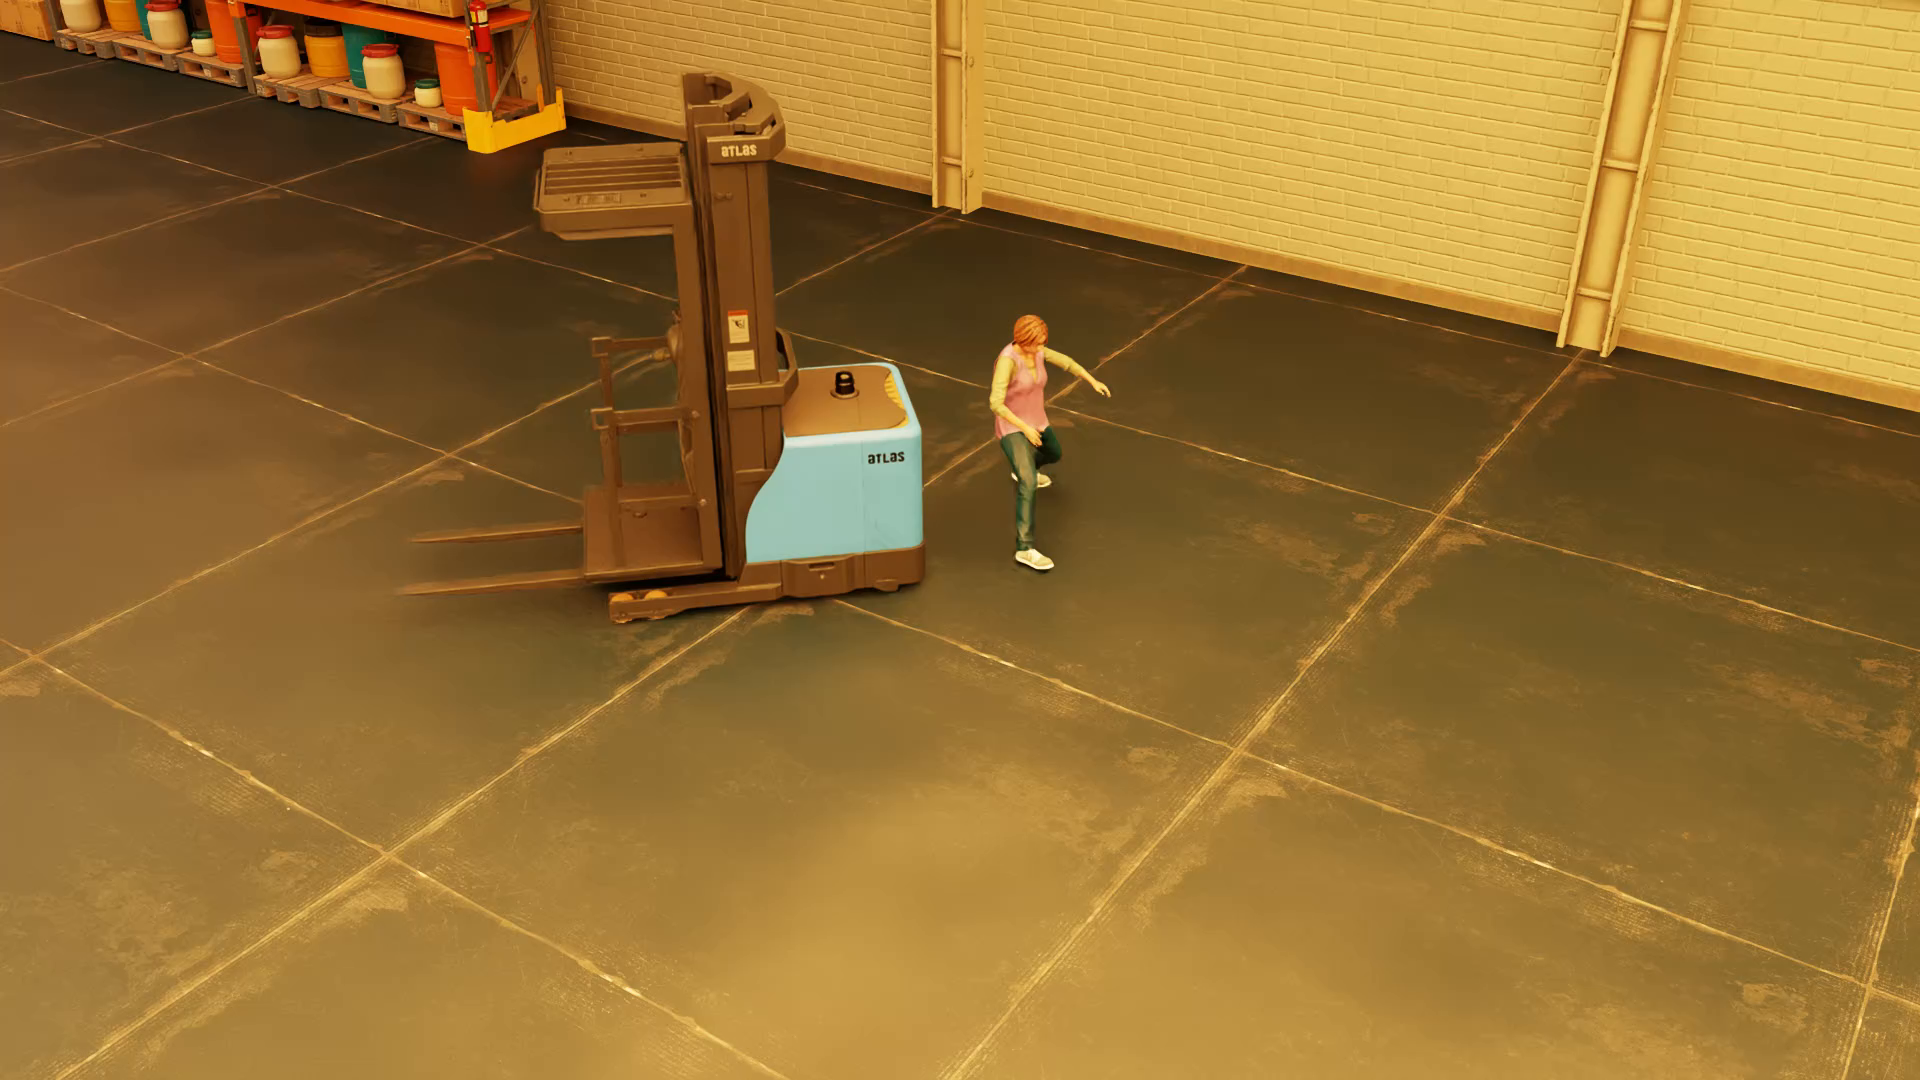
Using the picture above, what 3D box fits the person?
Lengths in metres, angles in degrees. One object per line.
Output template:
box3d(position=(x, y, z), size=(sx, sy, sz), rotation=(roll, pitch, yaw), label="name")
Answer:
box3d(position=(0.495, -0.719, 10.343), size=(0.909, 1.430, 0.986), rotation=(23, 37, 33), label="person")

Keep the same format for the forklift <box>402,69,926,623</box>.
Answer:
box3d(position=(-1.774, -1.073, 9.430), size=(3.031, 2.935, 1.130), rotation=(-5, 31, -9), label="forklift")
